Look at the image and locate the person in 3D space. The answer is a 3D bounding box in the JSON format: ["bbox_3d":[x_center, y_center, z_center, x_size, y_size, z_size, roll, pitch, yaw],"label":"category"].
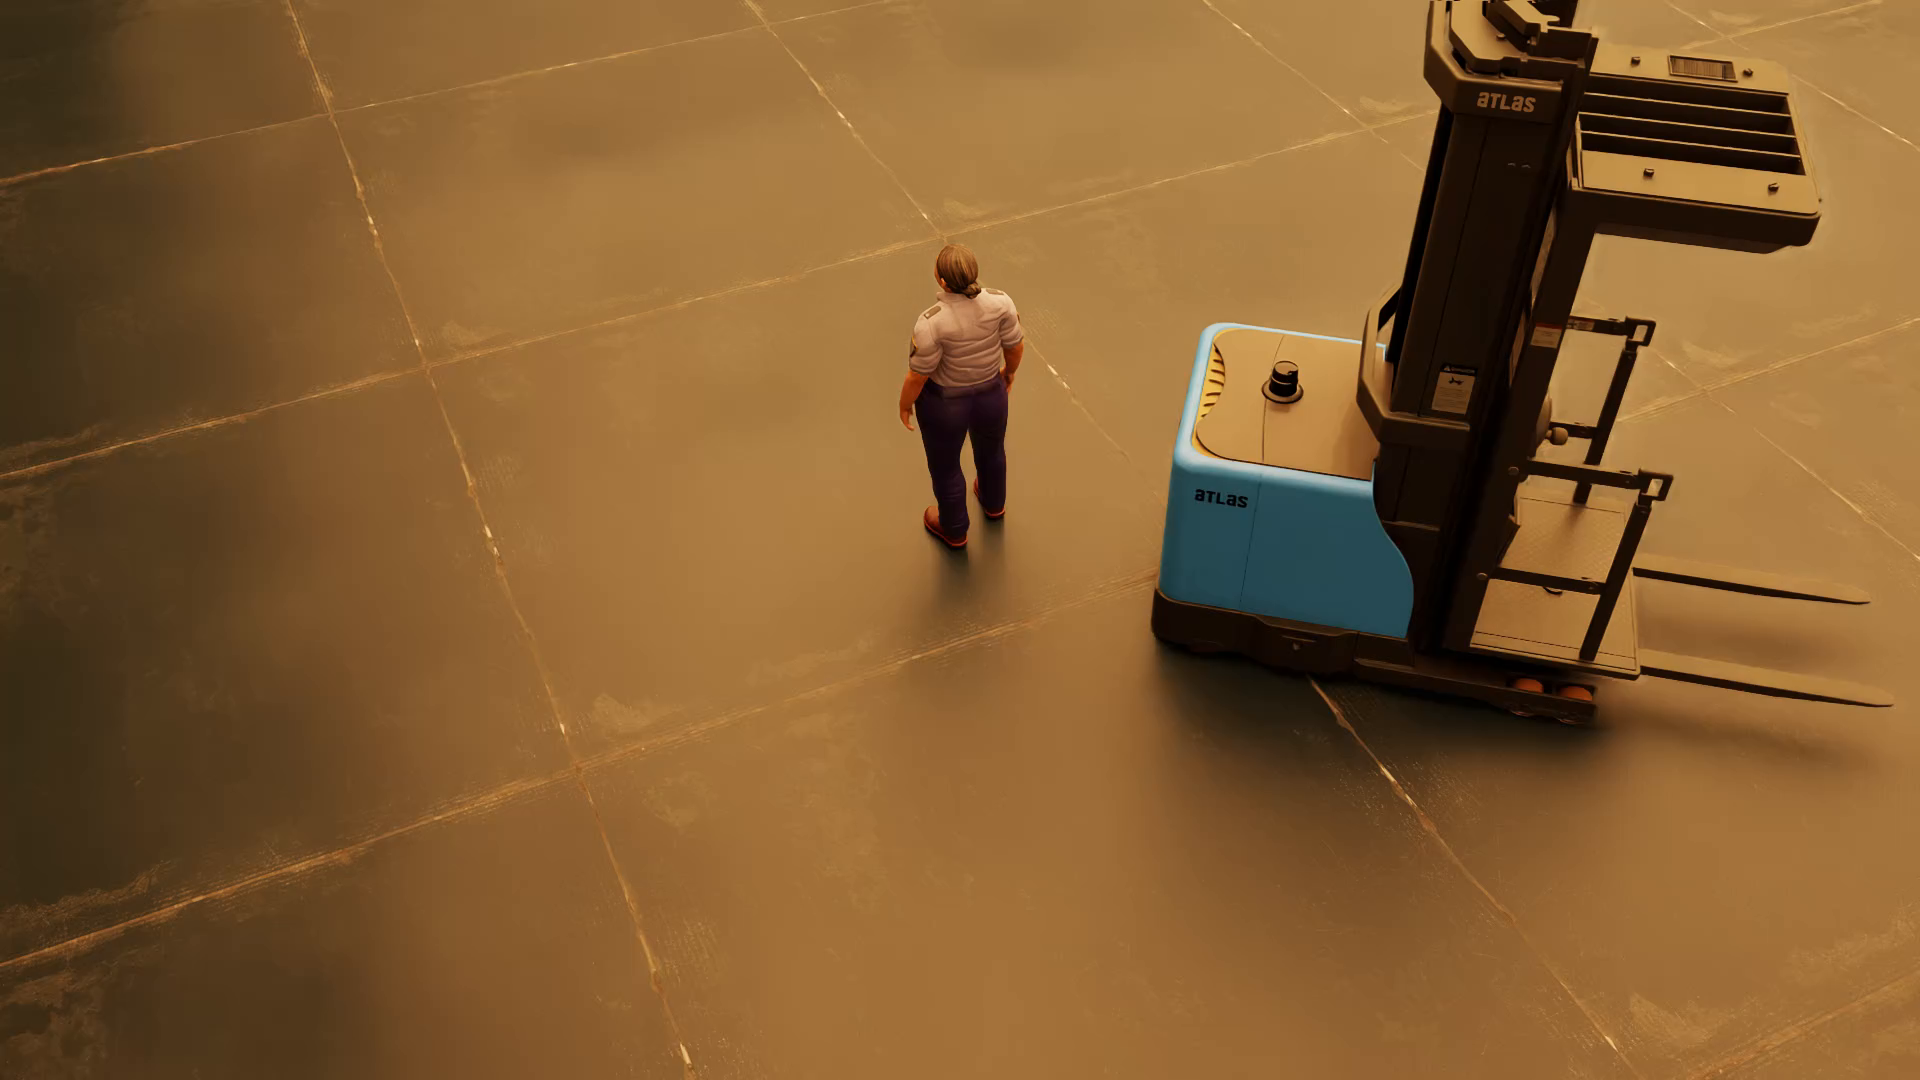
[{"bbox_3d":[-0.017,-0.670,7.328,0.598,1.651,0.502,-18,46,-18],"label":"person"}]

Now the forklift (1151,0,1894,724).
[{"bbox_3d":[2.415,-0.698,6.429,3.031,2.935,1.130,9,44,10],"label":"forklift"}]
